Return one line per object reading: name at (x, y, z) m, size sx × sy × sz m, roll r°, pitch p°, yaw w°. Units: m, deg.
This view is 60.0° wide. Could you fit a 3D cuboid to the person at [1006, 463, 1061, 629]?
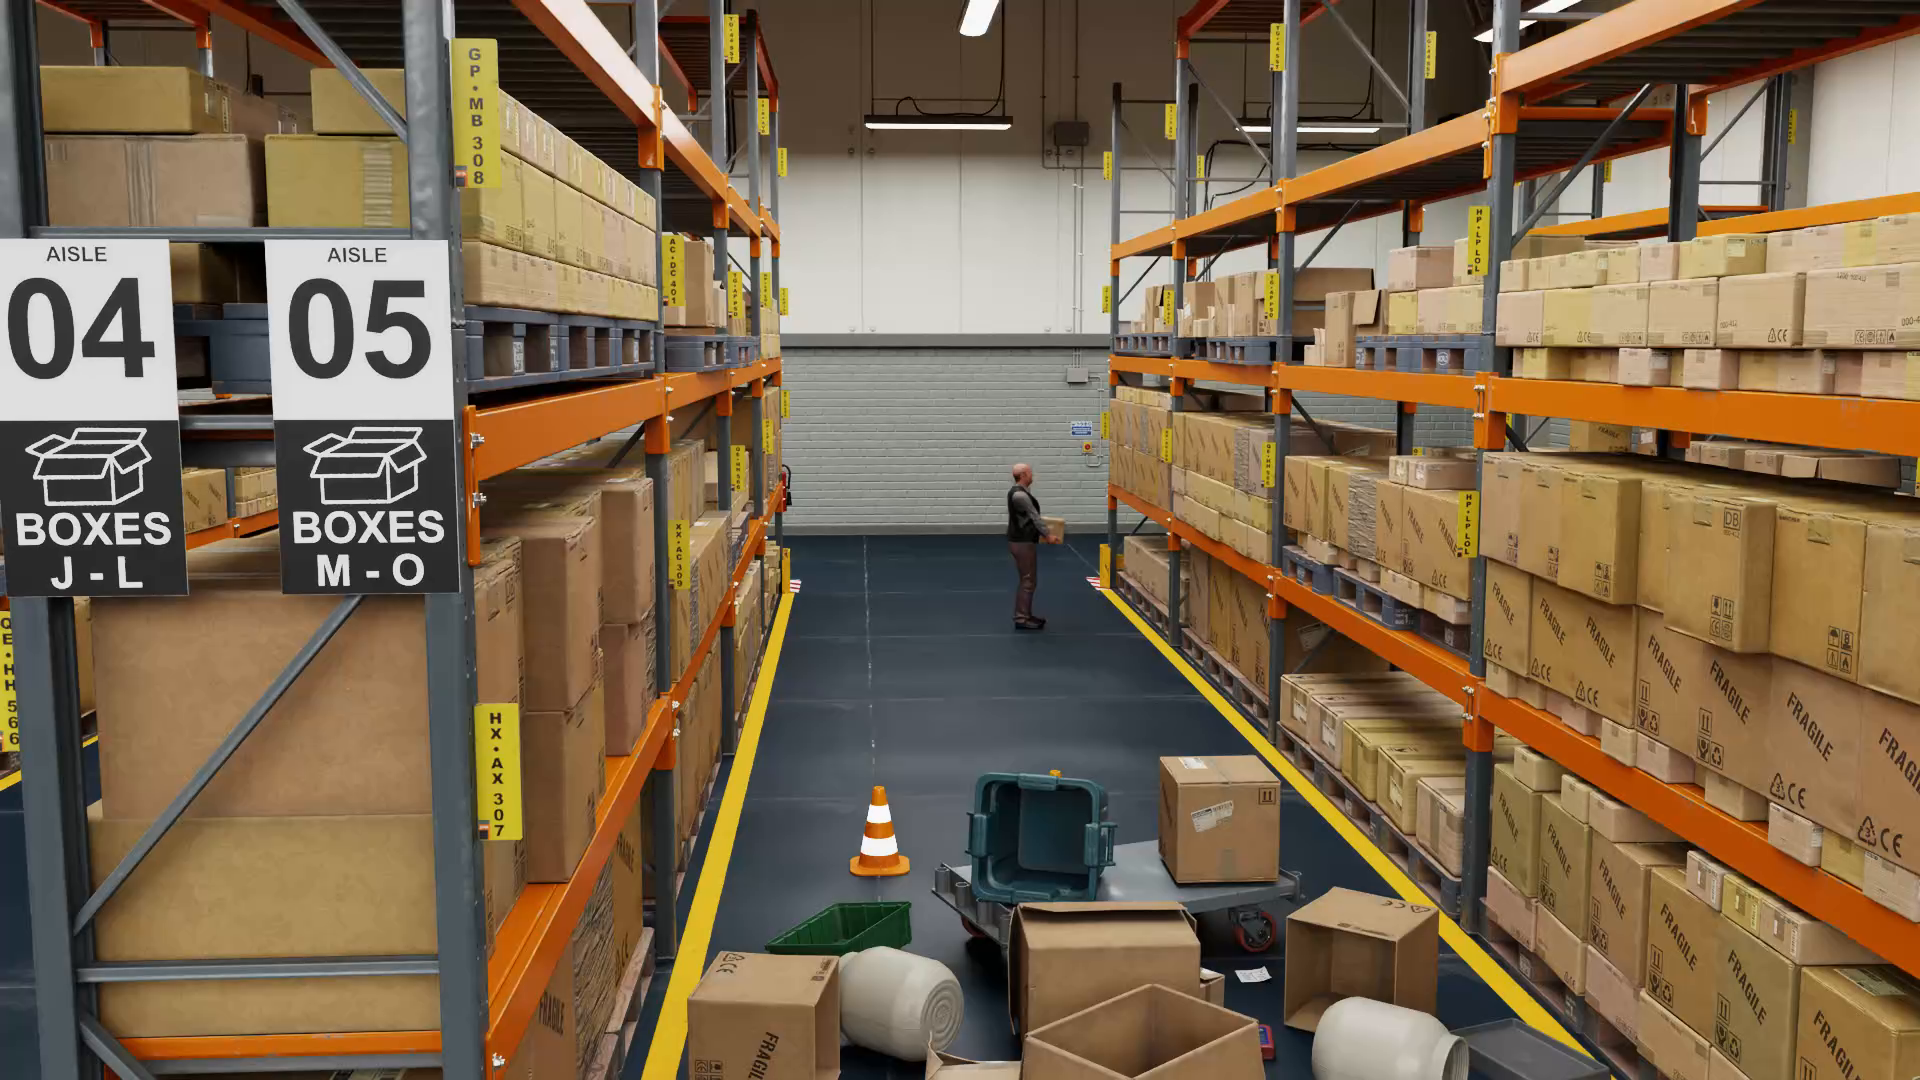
person at (0.766, 0.051, 17.443) m, size 0.555 × 1.718 × 0.495 m, roll 0°, pitch 7°, yaw -3°
